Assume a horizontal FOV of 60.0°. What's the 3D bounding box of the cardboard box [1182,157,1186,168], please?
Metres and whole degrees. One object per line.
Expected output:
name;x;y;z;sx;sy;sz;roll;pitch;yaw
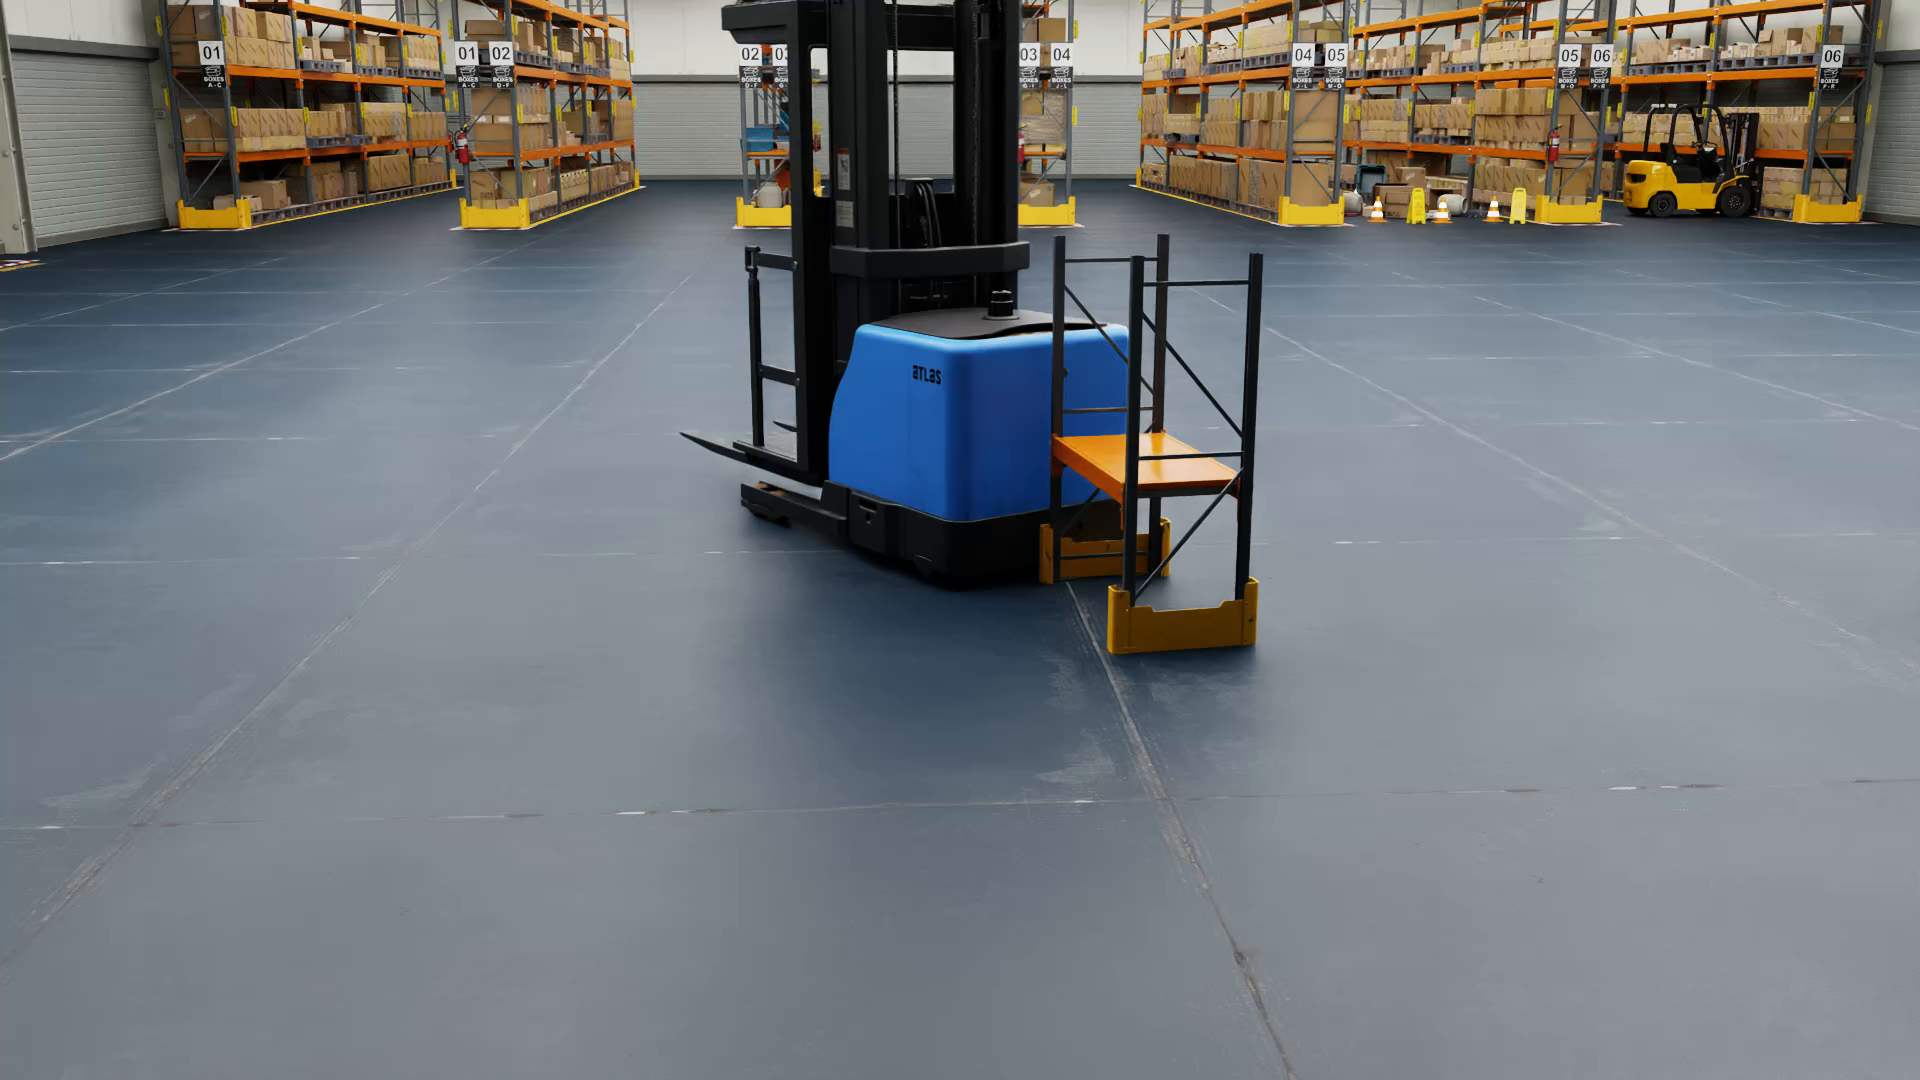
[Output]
cardboard box;5.624;-9.068;39.921;0.500;0.250;0.500;-1;14;-2

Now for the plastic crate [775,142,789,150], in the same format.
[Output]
plastic crate;-3.313;-7.644;32.245;0.530;0.136;0.437;-1;14;-3

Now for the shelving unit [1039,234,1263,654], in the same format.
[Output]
shelving unit;0.749;-0.437;6.713;0.587;1.500;1.083;-3;15;-12

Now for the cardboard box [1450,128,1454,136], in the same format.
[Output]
cardboard box;10.791;-8.799;35.867;0.380;0.149;0.250;-1;14;-3

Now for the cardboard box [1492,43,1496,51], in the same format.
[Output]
cardboard box;10.914;-9.905;33.387;0.380;0.149;0.250;-1;14;-5

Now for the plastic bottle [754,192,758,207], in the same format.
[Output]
plastic bottle;-3.958;-6.584;32.179;0.152;0.276;0.135;-1;14;-3

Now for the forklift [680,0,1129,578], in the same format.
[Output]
forklift;-0.465;-1.567;8.235;1.130;2.935;3.031;-10;18;-34

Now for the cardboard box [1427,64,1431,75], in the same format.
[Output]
cardboard box;10.786;-10.639;37.606;0.396;0.266;0.258;-1;14;-3

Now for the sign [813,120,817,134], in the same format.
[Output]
sign;-3.613;-10.303;41.496;0.100;0.325;0.005;-1;14;-3

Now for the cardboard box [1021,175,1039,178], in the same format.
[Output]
cardboard box;1.260;-7.404;34.915;0.700;0.500;0.500;-2;15;-8

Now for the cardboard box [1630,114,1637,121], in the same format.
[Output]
cardboard box;15.618;-9.686;38.149;0.380;0.149;0.250;-1;14;-2

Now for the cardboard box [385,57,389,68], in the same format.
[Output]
cardboard box;-14.327;-11.807;41.132;0.500;0.250;0.500;-1;14;-3

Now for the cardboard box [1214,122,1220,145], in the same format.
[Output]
cardboard box;5.838;-8.851;36.207;0.500;0.500;0.500;-1;14;-4

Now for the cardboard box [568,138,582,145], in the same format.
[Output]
cardboard box;-8.527;-8.750;36.518;0.380;0.149;0.250;-1;14;-3

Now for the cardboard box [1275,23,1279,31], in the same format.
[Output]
cardboard box;6.074;-9.542;30.935;0.380;0.149;0.250;-1;14;-2

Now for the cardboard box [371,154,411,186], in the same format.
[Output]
cardboard box;-13.880;-9.011;40.500;0.750;0.750;0.750;-1;14;-3

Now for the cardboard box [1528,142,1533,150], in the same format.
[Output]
cardboard box;11.058;-7.500;31.659;0.380;0.149;0.250;-1;14;-4

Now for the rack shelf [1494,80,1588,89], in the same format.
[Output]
rack shelf;15.502;-12.070;44.341;1.077;0.370;4.000;-1;14;-3

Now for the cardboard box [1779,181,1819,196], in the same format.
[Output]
cardboard box;16.028;-6.714;31.773;0.500;0.250;0.500;-1;14;-4

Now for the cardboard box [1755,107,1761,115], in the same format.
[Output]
cardboard box;16.038;-8.521;33.023;0.380;0.149;0.250;-1;14;-3

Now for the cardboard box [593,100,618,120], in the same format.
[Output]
cardboard box;-8.855;-10.740;41.541;0.500;0.500;0.500;-1;14;-2

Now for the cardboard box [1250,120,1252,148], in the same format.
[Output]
cardboard box;6.325;-8.144;33.359;0.875;0.550;0.550;-1;14;-3

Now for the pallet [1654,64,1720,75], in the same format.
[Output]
pallet;16.078;-10.389;36.744;1.003;0.211;1.213;0;14;-1

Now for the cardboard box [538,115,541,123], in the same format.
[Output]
cardboard box;-8.319;-8.141;32.146;0.380;0.149;0.250;-1;14;-4

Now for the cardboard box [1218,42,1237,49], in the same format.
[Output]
cardboard box;6.204;-11.399;38.554;0.396;0.266;0.258;-1;14;-3

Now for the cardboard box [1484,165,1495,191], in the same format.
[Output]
cardboard box;10.980;-7.352;33.752;0.500;0.500;0.500;0;14;-1

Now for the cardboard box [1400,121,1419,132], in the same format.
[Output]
cardboard box;10.637;-9.682;38.934;0.500;0.250;0.500;-1;14;-4

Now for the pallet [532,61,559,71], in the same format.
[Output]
pallet;-8.678;-9.675;33.975;0.805;0.209;1.217;-1;15;-6

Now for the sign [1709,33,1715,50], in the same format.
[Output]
sign;15.581;-10.323;34.440;0.100;0.325;0.005;-1;14;-3

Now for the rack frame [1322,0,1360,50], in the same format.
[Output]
rack frame;10.424;-14.291;45.510;1.000;3.000;0.127;-1;14;-3

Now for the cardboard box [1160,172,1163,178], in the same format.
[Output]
cardboard box;5.372;-9.396;42.808;0.380;0.149;0.250;-2;15;-6

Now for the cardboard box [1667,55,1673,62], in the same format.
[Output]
cardboard box;15.703;-10.522;36.343;0.380;0.149;0.250;-1;14;-4

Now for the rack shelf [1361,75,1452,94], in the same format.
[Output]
rack shelf;10.796;-10.998;40.174;1.077;0.370;4.000;-1;14;-3

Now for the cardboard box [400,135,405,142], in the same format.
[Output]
cardboard box;-13.707;-9.754;40.381;0.380;0.149;0.250;-1;14;-2

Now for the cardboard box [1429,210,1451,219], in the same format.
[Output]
cardboard box;9.318;-6.320;32.292;0.380;0.149;0.250;7;16;26

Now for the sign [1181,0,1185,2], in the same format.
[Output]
sign;6.045;-14.722;44.993;0.100;0.325;0.005;-1;14;-3

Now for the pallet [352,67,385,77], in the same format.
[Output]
pallet;-13.967;-10.812;38.388;1.003;0.211;1.213;0;14;-1

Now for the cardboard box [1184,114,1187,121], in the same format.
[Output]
cardboard box;5.468;-9.907;38.977;0.380;0.149;0.250;0;14;-2

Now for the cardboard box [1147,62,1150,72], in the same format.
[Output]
cardboard box;5.291;-12.663;44.501;0.500;0.250;0.500;-1;14;-4

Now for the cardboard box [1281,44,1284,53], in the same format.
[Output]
cardboard box;6.108;-9.028;30.535;0.380;0.149;0.250;-1;14;-3

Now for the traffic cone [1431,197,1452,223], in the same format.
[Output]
traffic cone;9.015;-6.163;31.051;0.336;0.463;0.334;-1;14;-3

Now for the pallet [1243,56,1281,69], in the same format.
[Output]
pallet;6.274;-9.506;33.109;1.003;0.211;1.213;-1;14;-3

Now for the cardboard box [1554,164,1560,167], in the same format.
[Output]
cardboard box;15.432;-9.337;42.470;0.500;0.500;0.500;0;14;-1

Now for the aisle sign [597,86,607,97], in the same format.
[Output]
aisle sign;-9.651;-12.352;44.796;0.394;0.787;0.004;-1;14;-3

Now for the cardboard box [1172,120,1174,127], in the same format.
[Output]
cardboard box;5.373;-10.150;40.518;0.380;0.149;0.250;0;14;-1

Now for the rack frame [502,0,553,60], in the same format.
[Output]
rack frame;-8.611;-11.001;32.725;1.000;3.000;0.127;-1;14;-3

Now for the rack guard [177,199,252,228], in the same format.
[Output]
rack guard;-13.311;-5.832;29.690;1.175;0.500;0.348;-1;14;-3

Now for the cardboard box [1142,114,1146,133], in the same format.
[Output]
cardboard box;5.242;-11.360;45.363;0.500;0.500;0.500;0;14;-1

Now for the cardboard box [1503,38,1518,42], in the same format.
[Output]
cardboard box;11.491;-10.502;35.258;0.500;0.250;0.500;-1;14;-5

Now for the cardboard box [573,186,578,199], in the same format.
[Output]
cardboard box;-8.484;-7.454;35.654;0.500;0.250;0.500;-1;14;-2

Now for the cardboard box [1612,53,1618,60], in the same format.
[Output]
cardboard box;15.580;-11.404;39.213;0.380;0.149;0.250;-1;14;-5

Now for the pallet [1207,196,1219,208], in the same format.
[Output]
pallet;6.032;-7.444;36.534;1.003;0.211;1.213;-1;14;-3

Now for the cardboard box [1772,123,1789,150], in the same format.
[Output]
cardboard box;16.054;-7.780;32.043;0.500;0.500;0.500;0;14;-2

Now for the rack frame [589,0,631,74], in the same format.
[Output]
rack frame;-9.354;-13.986;44.324;1.000;3.000;0.127;-1;14;-3
